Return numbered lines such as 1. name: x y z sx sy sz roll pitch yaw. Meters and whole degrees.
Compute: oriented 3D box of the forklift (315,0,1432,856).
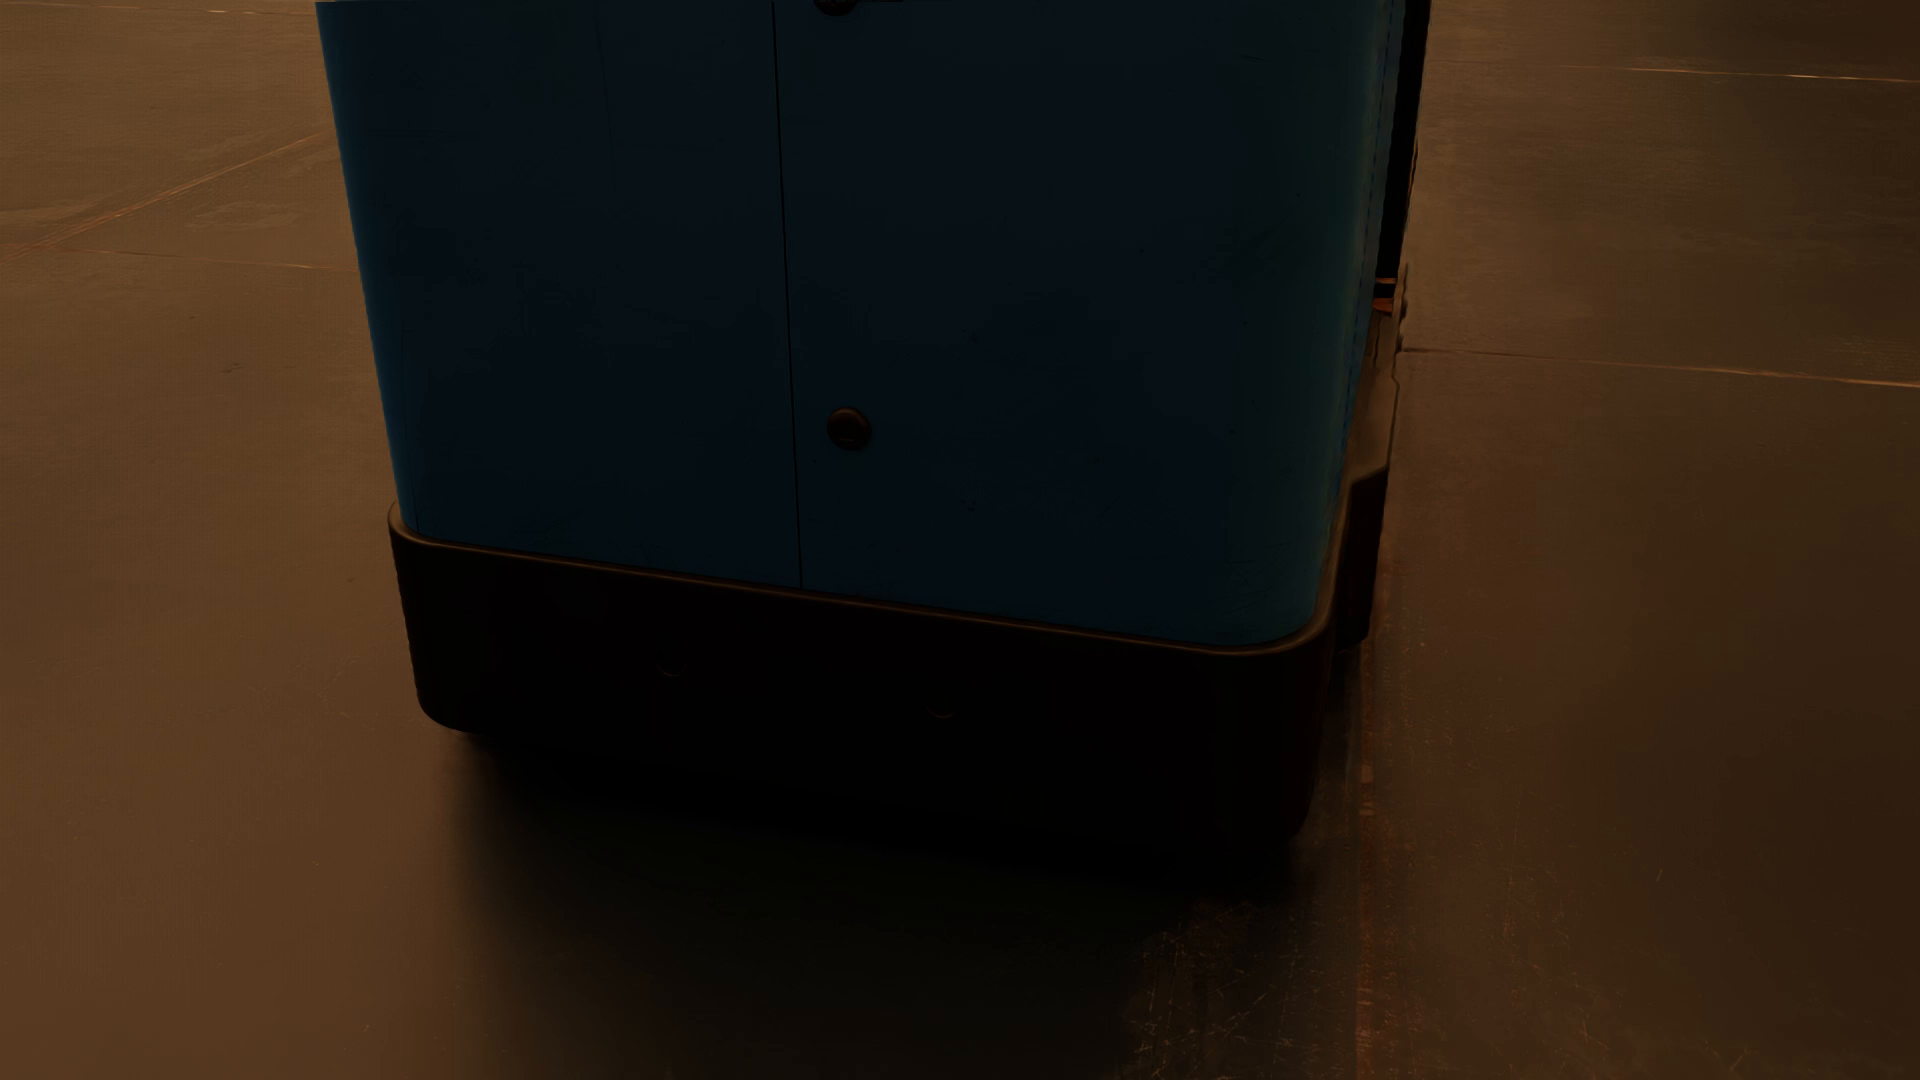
1. forklift: 0.245 -1.630 2.477 1.130 2.935 3.031 7 28 14
